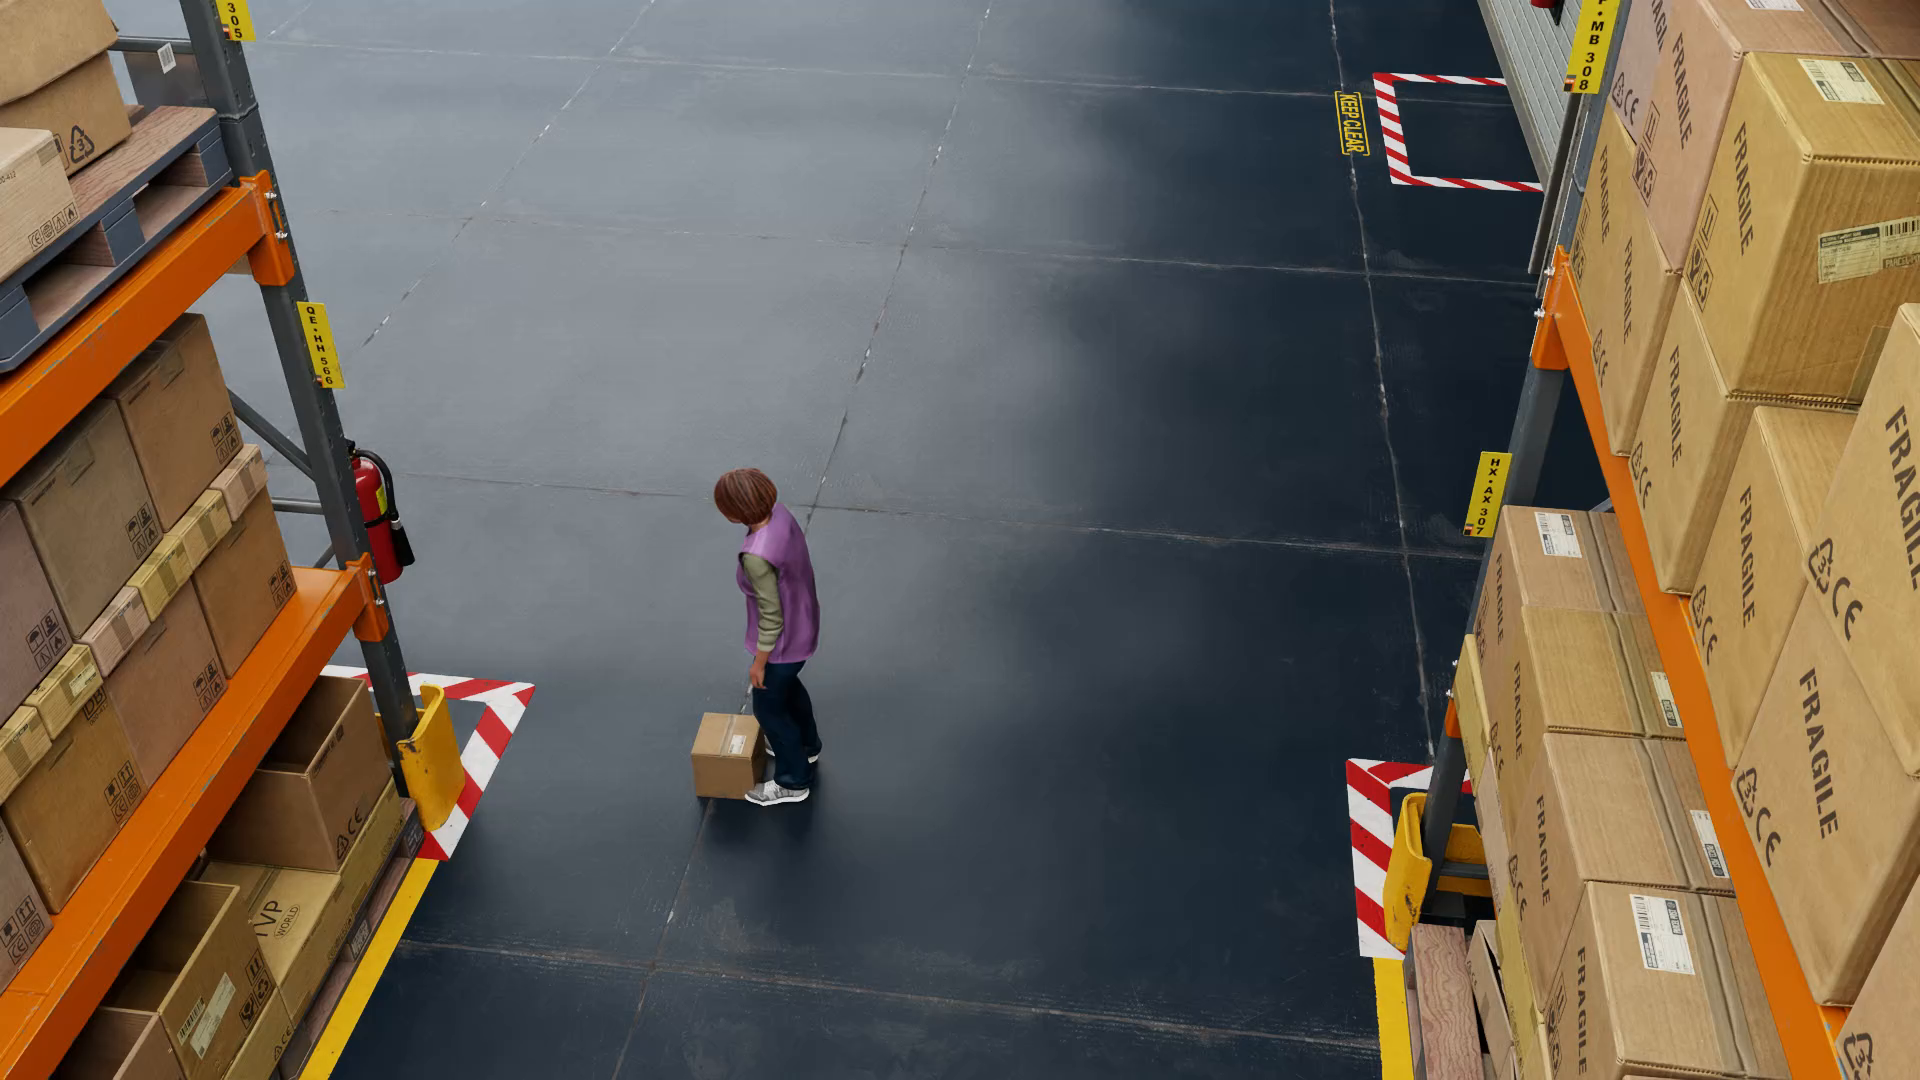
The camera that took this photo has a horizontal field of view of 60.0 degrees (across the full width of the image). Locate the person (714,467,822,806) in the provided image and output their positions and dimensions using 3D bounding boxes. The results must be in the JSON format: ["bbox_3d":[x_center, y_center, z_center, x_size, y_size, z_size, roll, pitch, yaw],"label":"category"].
[{"bbox_3d":[-0.724,0.396,6.548,0.349,1.551,0.474,4,37,5],"label":"person"}]
